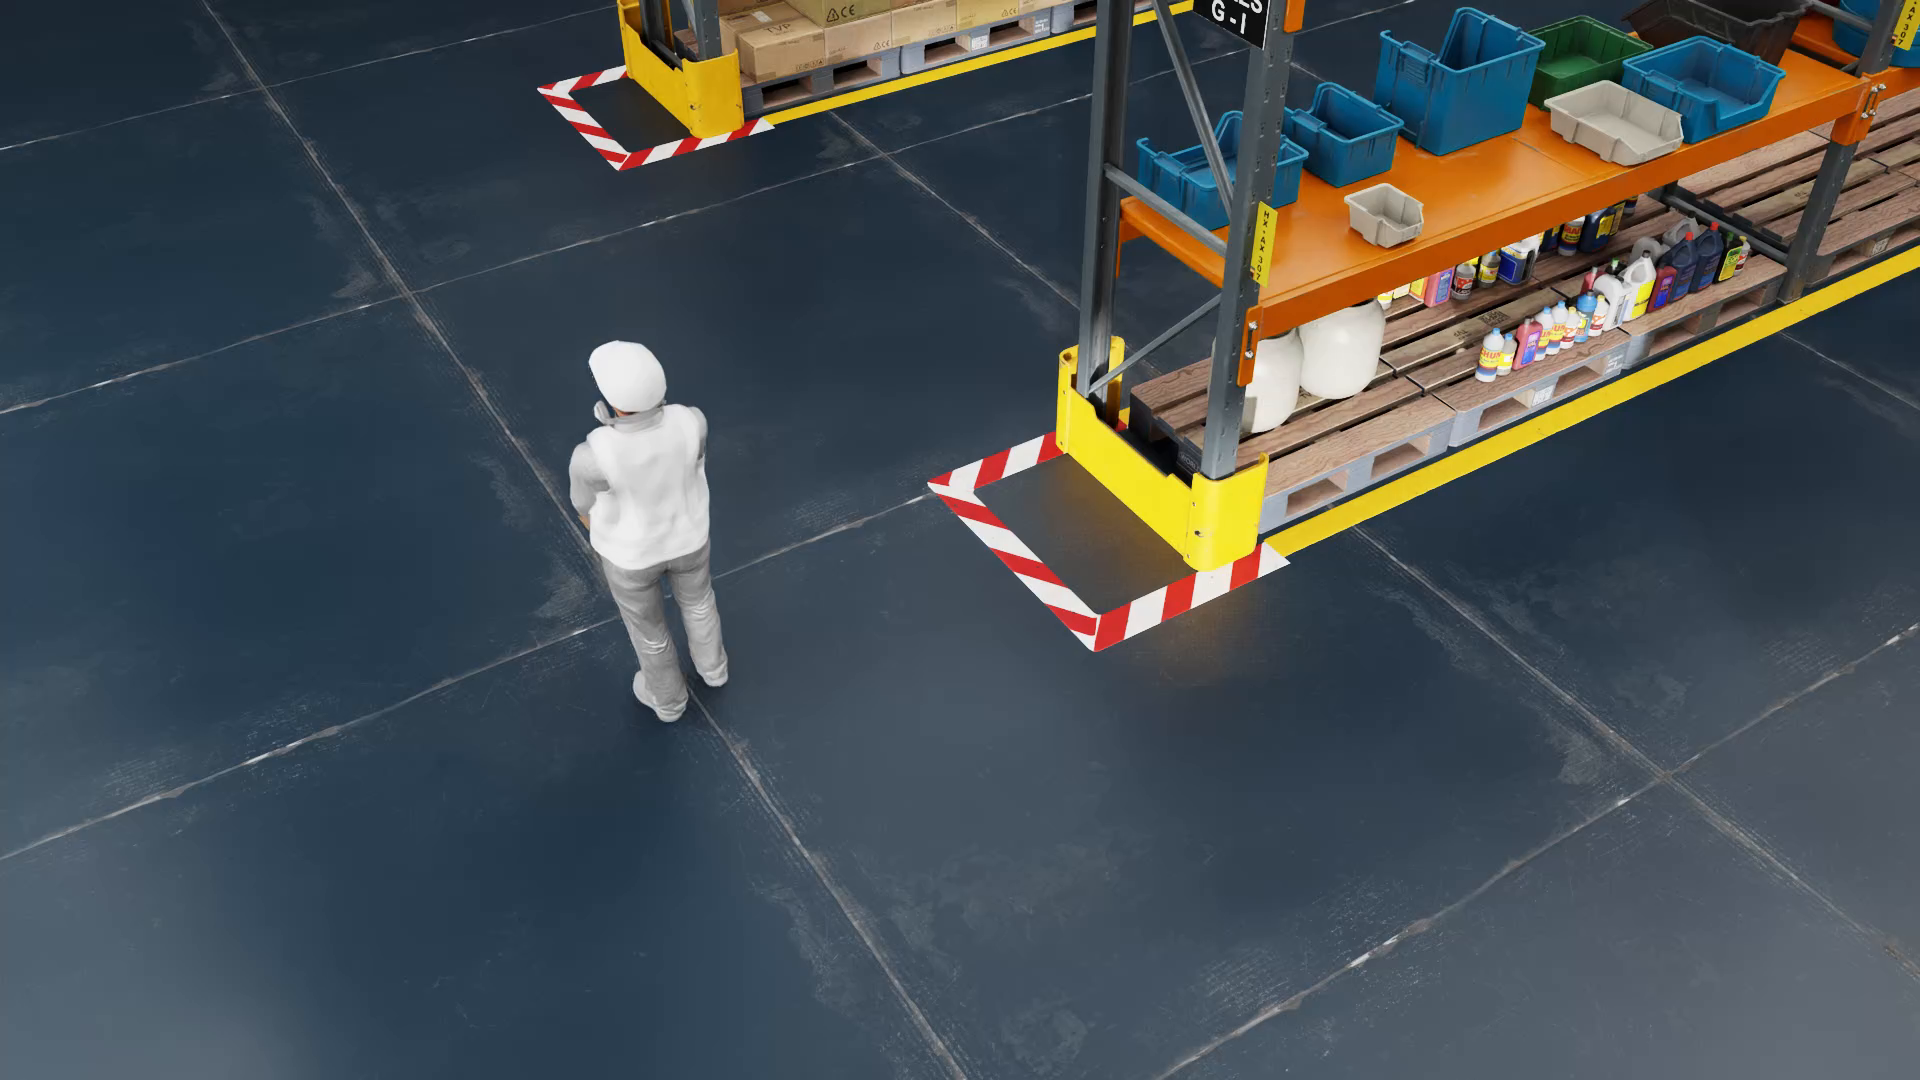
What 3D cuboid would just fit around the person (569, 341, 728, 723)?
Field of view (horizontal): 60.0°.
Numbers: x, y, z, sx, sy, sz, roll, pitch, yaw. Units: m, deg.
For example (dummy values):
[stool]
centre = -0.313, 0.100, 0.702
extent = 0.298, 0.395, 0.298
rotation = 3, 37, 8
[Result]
[person]
centre = -1.162, -0.045, 6.188
extent = 0.533, 1.775, 0.507
rotation = -21, 45, -23
